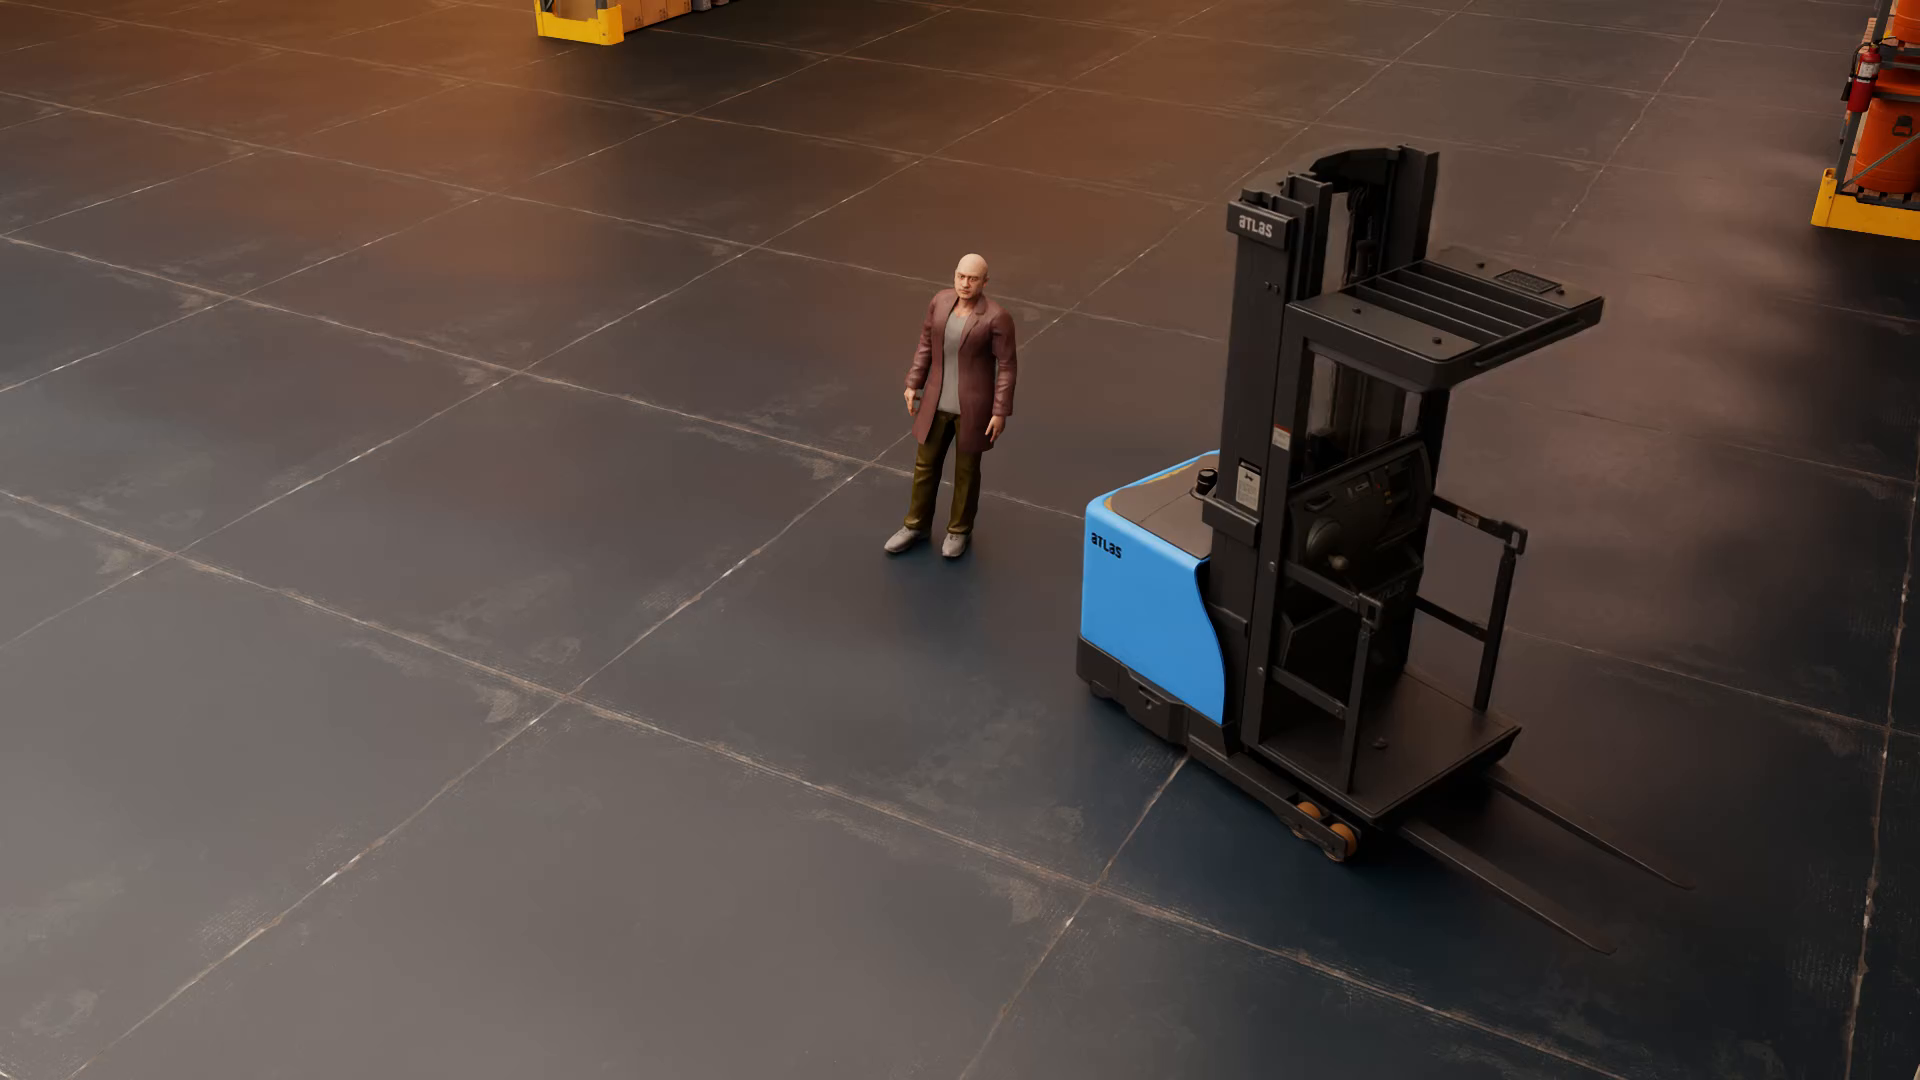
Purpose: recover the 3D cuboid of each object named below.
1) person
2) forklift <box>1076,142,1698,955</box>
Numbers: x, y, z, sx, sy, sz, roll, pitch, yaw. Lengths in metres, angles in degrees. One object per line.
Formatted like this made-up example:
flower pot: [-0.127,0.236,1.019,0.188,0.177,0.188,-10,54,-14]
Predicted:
person: [-0.048,-0.737,9.487,0.696,1.778,0.579,15,33,25]
forklift: [1.918,-0.107,7.256,1.130,2.935,3.031,-22,37,-33]
